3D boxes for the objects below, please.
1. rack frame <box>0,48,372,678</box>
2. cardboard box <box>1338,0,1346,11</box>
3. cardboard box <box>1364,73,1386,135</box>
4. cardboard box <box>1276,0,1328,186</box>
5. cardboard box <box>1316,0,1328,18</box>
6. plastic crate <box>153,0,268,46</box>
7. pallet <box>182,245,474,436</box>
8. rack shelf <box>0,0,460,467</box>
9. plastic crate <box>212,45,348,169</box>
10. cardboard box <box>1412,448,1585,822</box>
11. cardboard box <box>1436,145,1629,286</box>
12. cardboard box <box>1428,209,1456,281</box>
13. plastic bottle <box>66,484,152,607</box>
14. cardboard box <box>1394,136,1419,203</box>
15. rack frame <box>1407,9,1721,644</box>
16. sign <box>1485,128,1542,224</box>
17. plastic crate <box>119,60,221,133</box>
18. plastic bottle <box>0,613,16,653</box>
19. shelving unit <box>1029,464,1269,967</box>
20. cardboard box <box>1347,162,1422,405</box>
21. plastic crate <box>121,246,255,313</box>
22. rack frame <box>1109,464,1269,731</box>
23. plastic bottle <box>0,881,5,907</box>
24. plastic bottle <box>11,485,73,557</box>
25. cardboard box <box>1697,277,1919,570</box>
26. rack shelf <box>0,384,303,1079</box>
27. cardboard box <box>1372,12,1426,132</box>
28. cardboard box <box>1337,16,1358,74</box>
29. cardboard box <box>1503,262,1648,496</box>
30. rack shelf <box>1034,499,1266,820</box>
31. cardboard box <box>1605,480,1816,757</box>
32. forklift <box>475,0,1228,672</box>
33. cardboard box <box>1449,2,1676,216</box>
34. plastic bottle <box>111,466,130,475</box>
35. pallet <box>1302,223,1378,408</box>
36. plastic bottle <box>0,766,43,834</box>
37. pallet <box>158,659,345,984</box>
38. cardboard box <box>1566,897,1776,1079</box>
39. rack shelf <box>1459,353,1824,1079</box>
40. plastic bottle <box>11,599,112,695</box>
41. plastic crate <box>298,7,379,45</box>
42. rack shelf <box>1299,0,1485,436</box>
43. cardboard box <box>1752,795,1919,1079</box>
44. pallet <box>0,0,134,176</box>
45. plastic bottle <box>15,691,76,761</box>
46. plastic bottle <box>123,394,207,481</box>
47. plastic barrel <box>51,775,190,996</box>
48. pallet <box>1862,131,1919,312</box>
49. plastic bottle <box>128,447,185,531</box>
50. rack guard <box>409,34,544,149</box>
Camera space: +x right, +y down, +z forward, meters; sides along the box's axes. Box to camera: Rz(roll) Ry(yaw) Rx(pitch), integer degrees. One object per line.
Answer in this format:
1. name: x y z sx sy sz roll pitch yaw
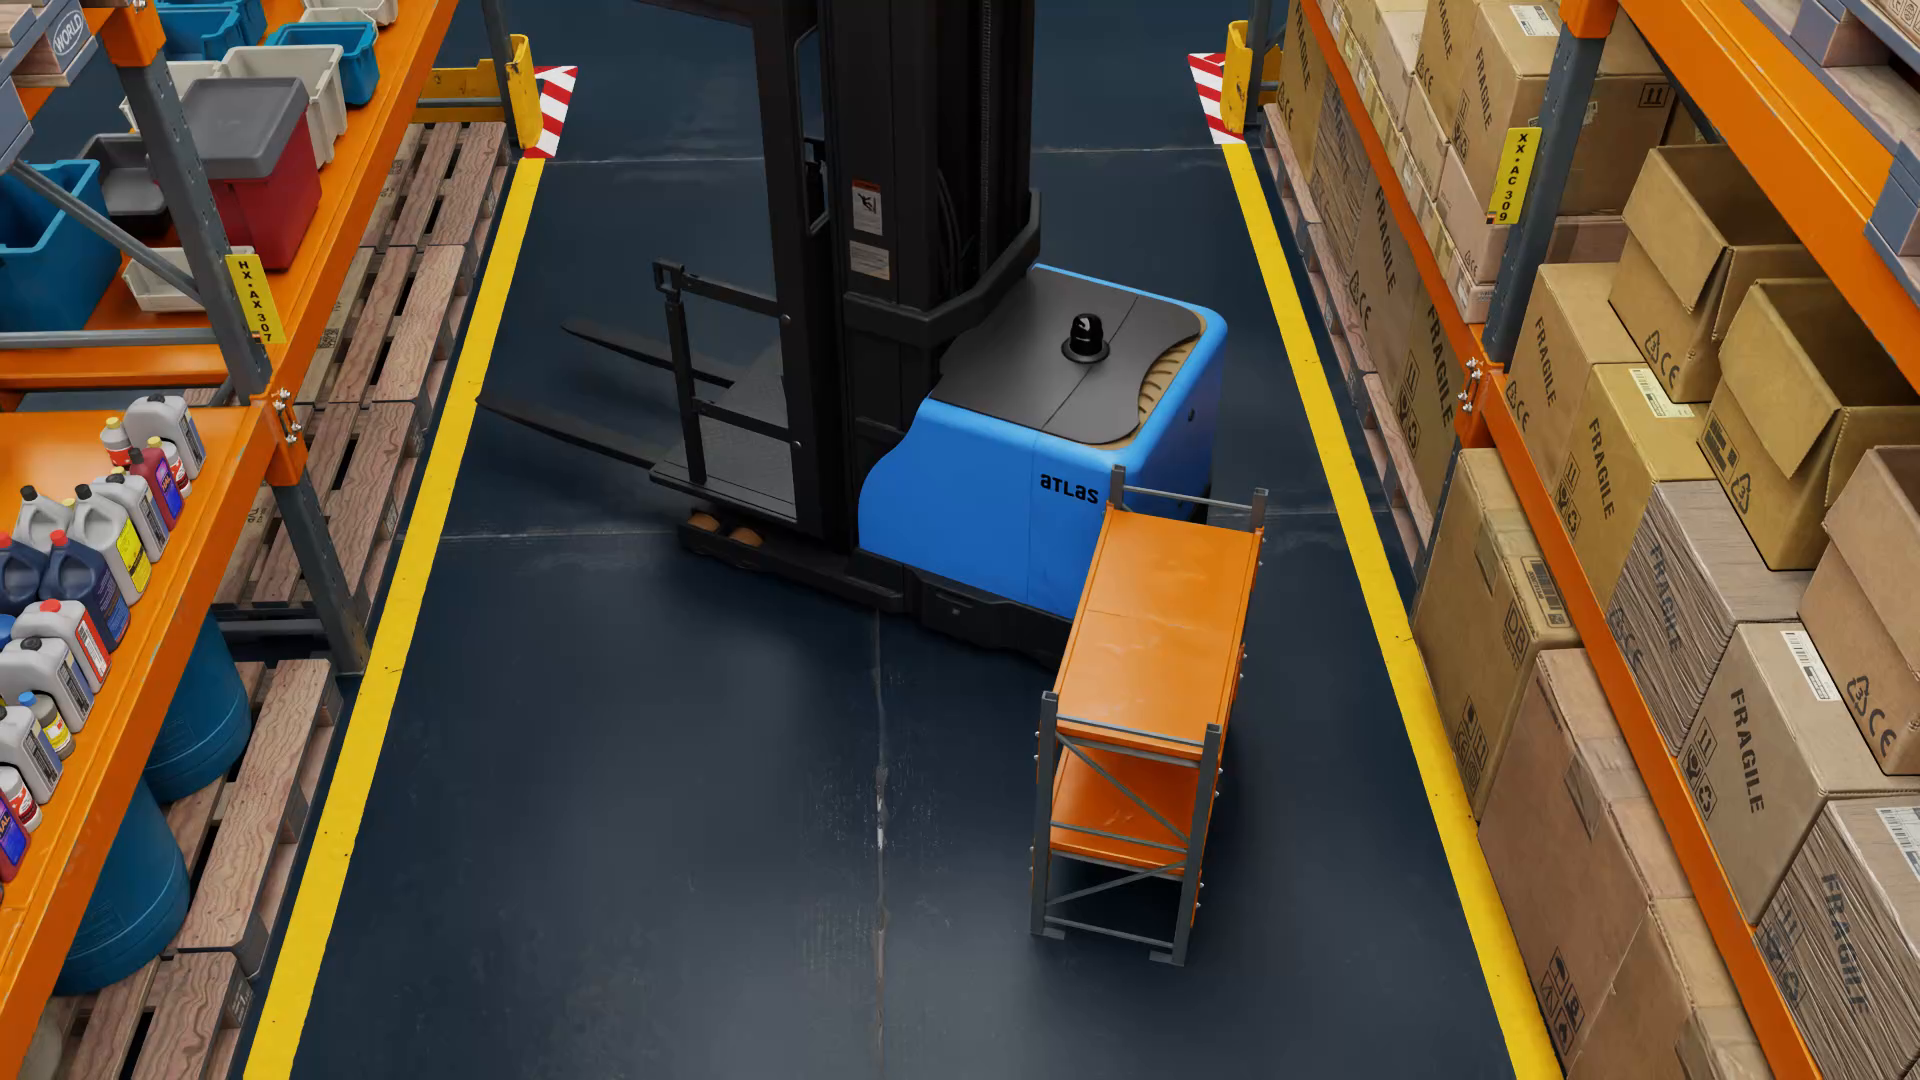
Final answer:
1. rack frame: -2.721 -0.625 5.211 1.000 3.000 0.127 -2 43 -2
2. cardboard box: 1.854 -2.500 7.148 0.500 0.250 0.500 -3 43 -3
3. cardboard box: 1.832 -1.738 6.612 0.380 0.149 0.250 -2 43 -2
4. cardboard box: 2.164 -2.409 8.420 0.875 0.875 0.875 -2 43 -2
5. cardboard box: 1.788 -2.432 7.369 0.380 0.149 0.250 -2 43 -3
6. plastic crate: -3.154 -2.220 7.032 0.416 0.233 0.300 -2 43 -2
7. pallet: -2.846 -0.918 7.595 1.003 0.211 1.213 -2 43 -2
8. rack shelf: -2.806 -1.710 6.928 1.077 0.370 4.000 -2 43 -2
9. plastic crate: -2.602 -1.639 6.362 0.437 0.282 0.530 -2 43 -2
10. cardboard box: 2.274 0.293 5.472 1.225 0.875 0.875 -2 43 -2
11. cardboard box: 1.946 -1.112 5.634 0.500 0.250 0.500 -2 43 -3
12. cardboard box: 1.876 -1.045 5.856 0.380 0.149 0.250 -1 43 -1
13. plastic bottle: -2.355 0.005 4.561 0.144 0.351 0.185 -2 43 -2
14. cardboard box: 1.854 -1.391 6.234 0.380 0.149 0.250 -1 43 -1
15. rack frame: 2.227 -0.767 5.367 1.000 3.000 0.127 -2 43 -2
16. sign: 1.673 -1.098 5.029 0.100 0.325 0.005 -2 43 -2
17. plastic crate: -3.096 -1.716 6.553 0.293 0.136 0.466 -2 43 -2
18. plastic bottle: -2.469 0.283 4.317 0.097 0.271 0.097 0 43 0
19. shelving unit: 0.601 0.555 5.313 0.538 1.125 1.048 10 43 11
20. cardboard box: 2.241 -1.194 7.094 0.875 0.875 0.875 -2 43 -2
21. plastic crate: -2.598 -0.868 5.628 0.396 0.136 0.243 -2 43 -2
22. rack frame: 0.731 0.222 5.675 0.500 1.125 0.032 10 43 11
23. plastic bottle: -2.309 0.748 3.750 0.144 0.351 0.185 -2 43 -2
24. plastic bottle: -2.499 0.009 4.557 0.144 0.351 0.185 -2 43 -2
25. cardboard box: 2.280 -0.279 4.018 0.797 0.503 0.637 -1 43 -1
26. rack shelf: -2.636 0.991 3.982 1.077 0.370 4.000 -2 43 -2
27. cardboard box: 1.900 -1.805 6.391 0.500 0.250 0.500 -1 43 -1
28. cardboard box: 1.809 -2.087 6.993 0.380 0.149 0.250 -3 43 -3
29. cardboard box: 1.997 -0.486 4.986 0.500 0.500 0.500 -2 43 -2
30. rack shelf: 0.601 0.339 5.115 0.538 0.278 1.000 10 43 11
31. cardboard box: 2.040 0.191 4.247 0.500 0.500 0.500 -3 43 -3
32. forklift: -0.561 -1.266 5.962 3.031 2.935 1.130 18 46 19
33. cardboard box: 1.940 -1.400 5.394 0.500 0.500 0.500 -1 43 -1
34. plastic bottle: -2.404 -0.125 4.814 0.097 0.201 0.097 0 43 0
35. pallet: 2.218 -1.080 7.772 1.003 0.211 1.213 -2 43 -2
36. plastic bottle: -2.297 0.617 4.003 0.097 0.201 0.097 0 43 0
37. pallet: -2.730 0.925 5.584 1.003 0.211 1.213 -2 43 -2
38. cardboard box: 2.358 1.494 4.162 1.225 0.875 0.875 -2 43 -2
39. rack shelf: 2.312 0.849 4.137 1.077 0.370 4.000 -2 43 -2
40. plastic bottle: -2.345 0.265 4.333 0.152 0.276 0.135 -2 43 -2
41. plastic crate: -2.610 -2.122 6.996 0.298 0.136 0.250 -2 43 -2
42. rack shelf: 2.142 -1.852 7.083 1.077 0.370 4.000 -2 43 -2
43. cardboard box: 2.088 0.884 3.492 0.500 0.500 0.500 -3 43 -3
44. pallet: -2.590 -1.134 3.687 1.213 0.211 1.003 -2 43 -2
45. plastic bottle: -2.307 0.461 4.174 0.097 0.201 0.097 0 43 0
46. plastic bottle: -2.382 -0.322 4.973 0.152 0.276 0.135 -2 43 -2
47. plastic barrel: -2.685 0.840 4.856 0.600 0.901 0.708 -2 43 -2
48. pallet: 2.266 -0.290 2.767 1.003 0.211 1.213 0 43 0
49. plastic bottle: -2.326 -0.170 4.802 0.061 0.283 0.133 -2 43 -2
50. rack guard: -2.905 -2.419 9.019 1.175 0.500 0.348 -2 43 -2
